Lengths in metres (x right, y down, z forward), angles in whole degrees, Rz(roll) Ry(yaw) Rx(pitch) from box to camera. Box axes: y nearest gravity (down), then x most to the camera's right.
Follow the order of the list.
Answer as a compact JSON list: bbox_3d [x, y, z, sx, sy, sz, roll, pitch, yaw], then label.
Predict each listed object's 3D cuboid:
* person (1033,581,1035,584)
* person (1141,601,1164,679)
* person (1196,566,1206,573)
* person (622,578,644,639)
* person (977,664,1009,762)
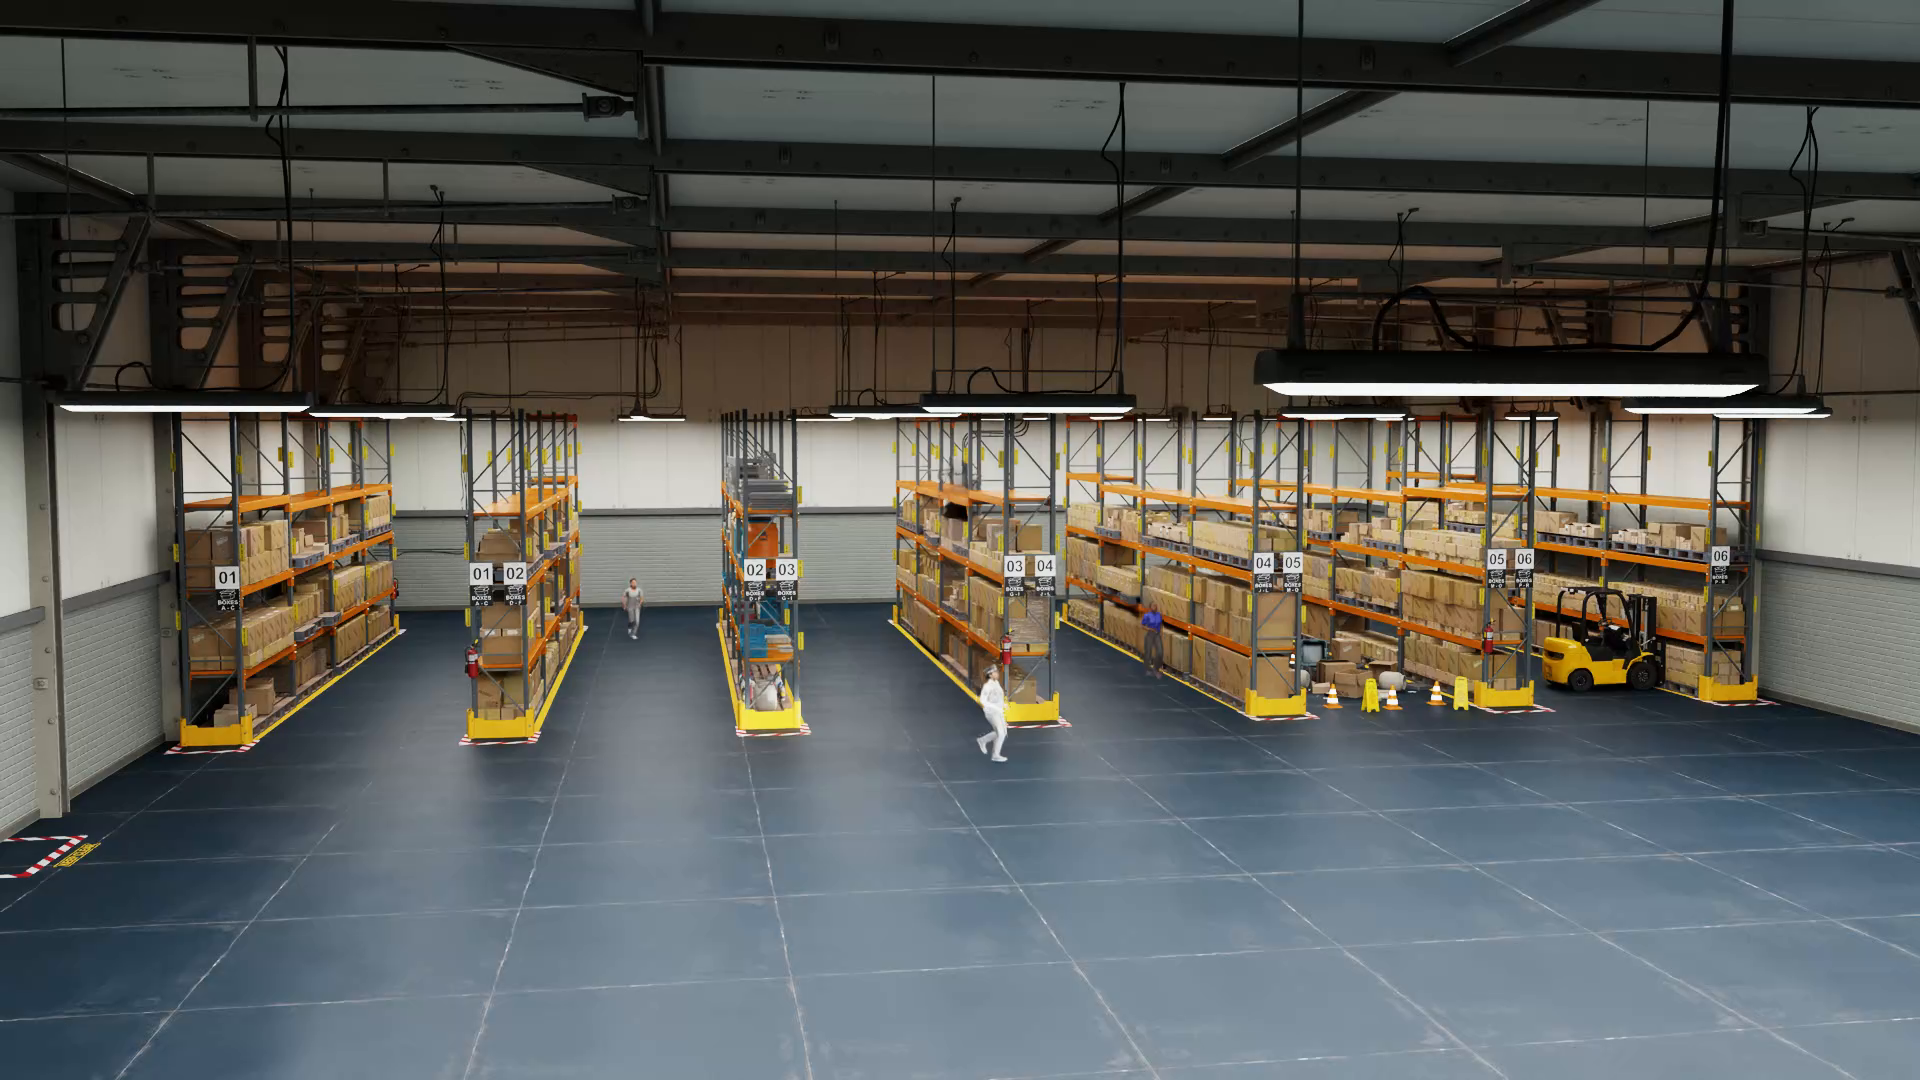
[{"bbox_3d":[2.275,1.486,49.415,0.780,1.599,0.736,-2,4,-27],"label":"person"},{"bbox_3d":[4.148,2.149,35.684,0.572,1.683,0.691,-1,4,-15],"label":"person"},{"bbox_3d":[7.358,1.405,50.655,0.749,1.582,0.615,0,4,-2],"label":"person"},{"bbox_3d":[-8.689,1.831,44.256,0.553,1.624,0.595,-2,4,-21],"label":"person"},{"bbox_3d":[0.541,2.926,28.248,0.569,1.647,0.615,2,4,25],"label":"person"}]
